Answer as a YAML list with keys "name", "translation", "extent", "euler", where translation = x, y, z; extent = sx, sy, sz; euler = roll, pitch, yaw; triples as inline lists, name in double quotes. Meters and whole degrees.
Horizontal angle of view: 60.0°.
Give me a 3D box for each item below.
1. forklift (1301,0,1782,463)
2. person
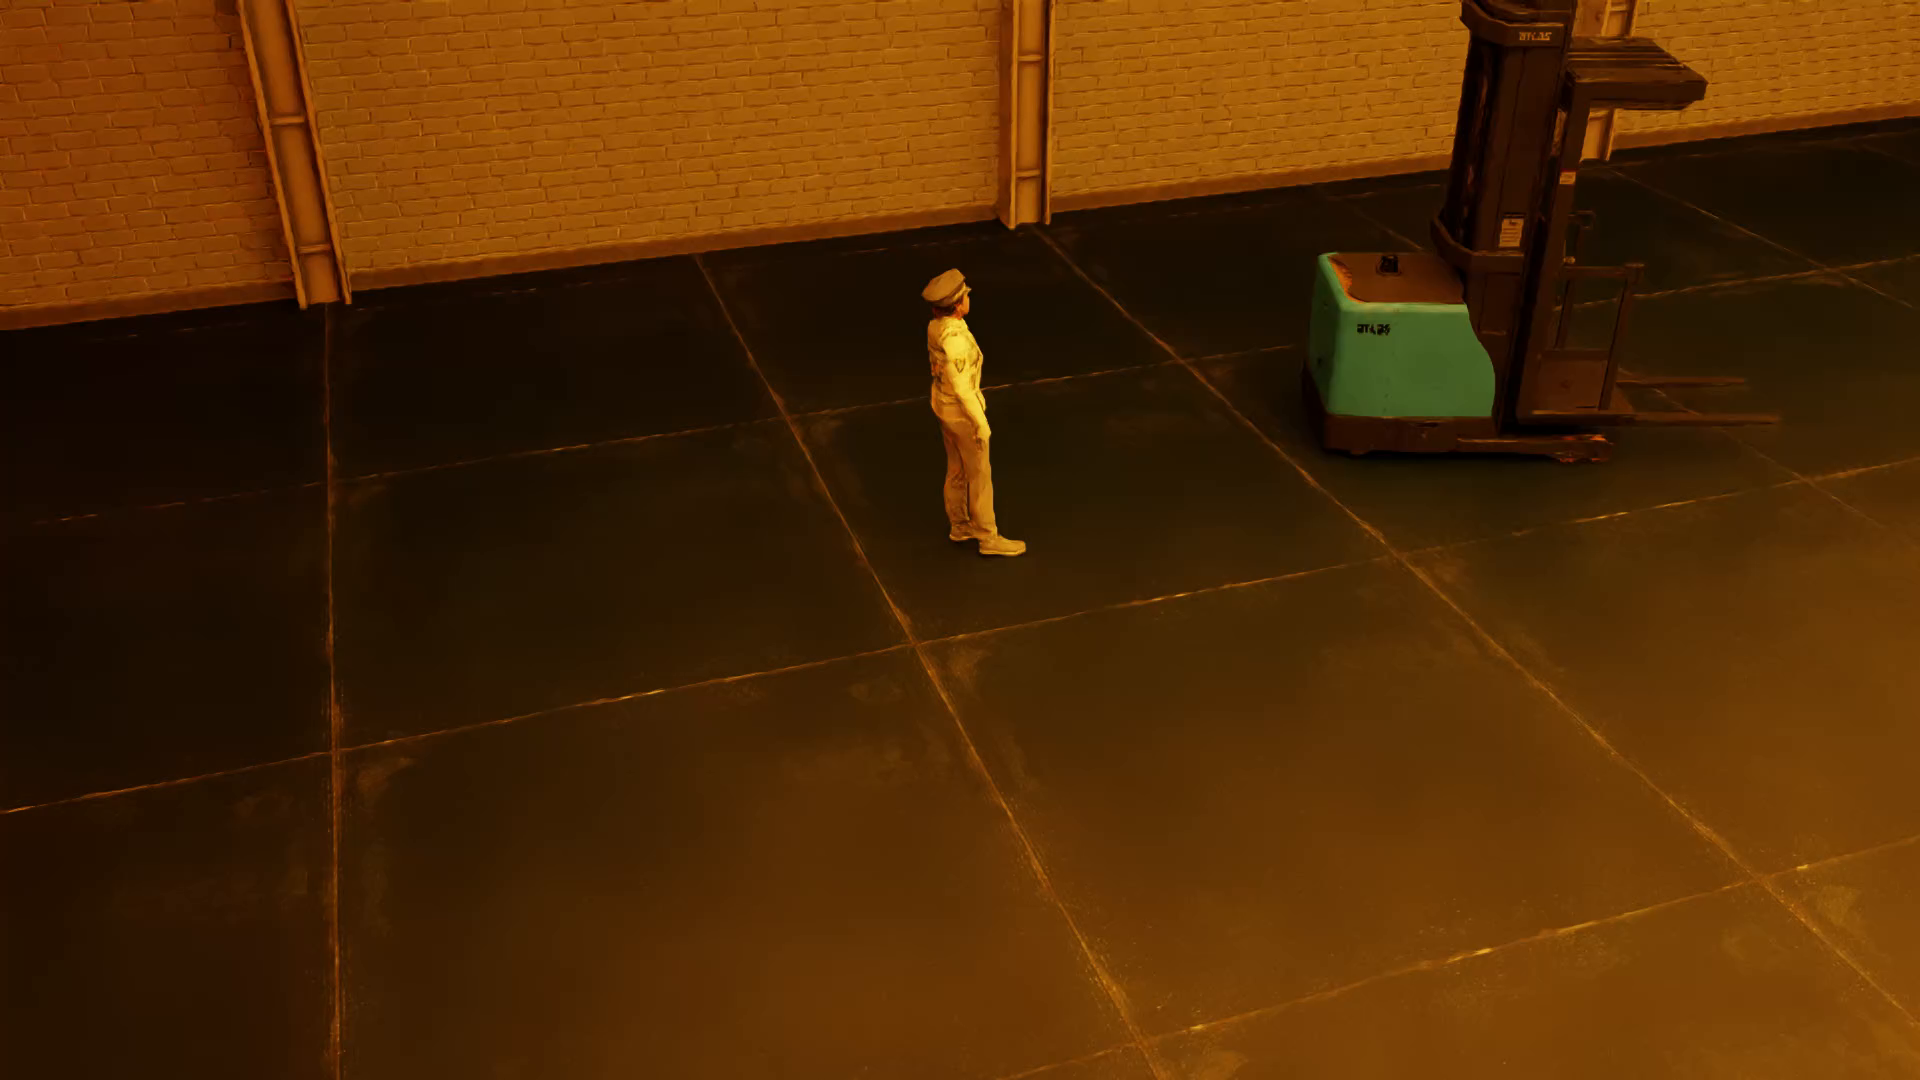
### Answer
- name: "forklift"
  translation: [3.909, -2.046, 10.643]
  extent: [3.031, 2.935, 1.130]
  euler: [1, 30, 1]
- name: "person"
  translation: [0.067, -0.743, 9.615]
  extent: [0.533, 1.683, 0.586]
  euler: [-10, 31, -16]
